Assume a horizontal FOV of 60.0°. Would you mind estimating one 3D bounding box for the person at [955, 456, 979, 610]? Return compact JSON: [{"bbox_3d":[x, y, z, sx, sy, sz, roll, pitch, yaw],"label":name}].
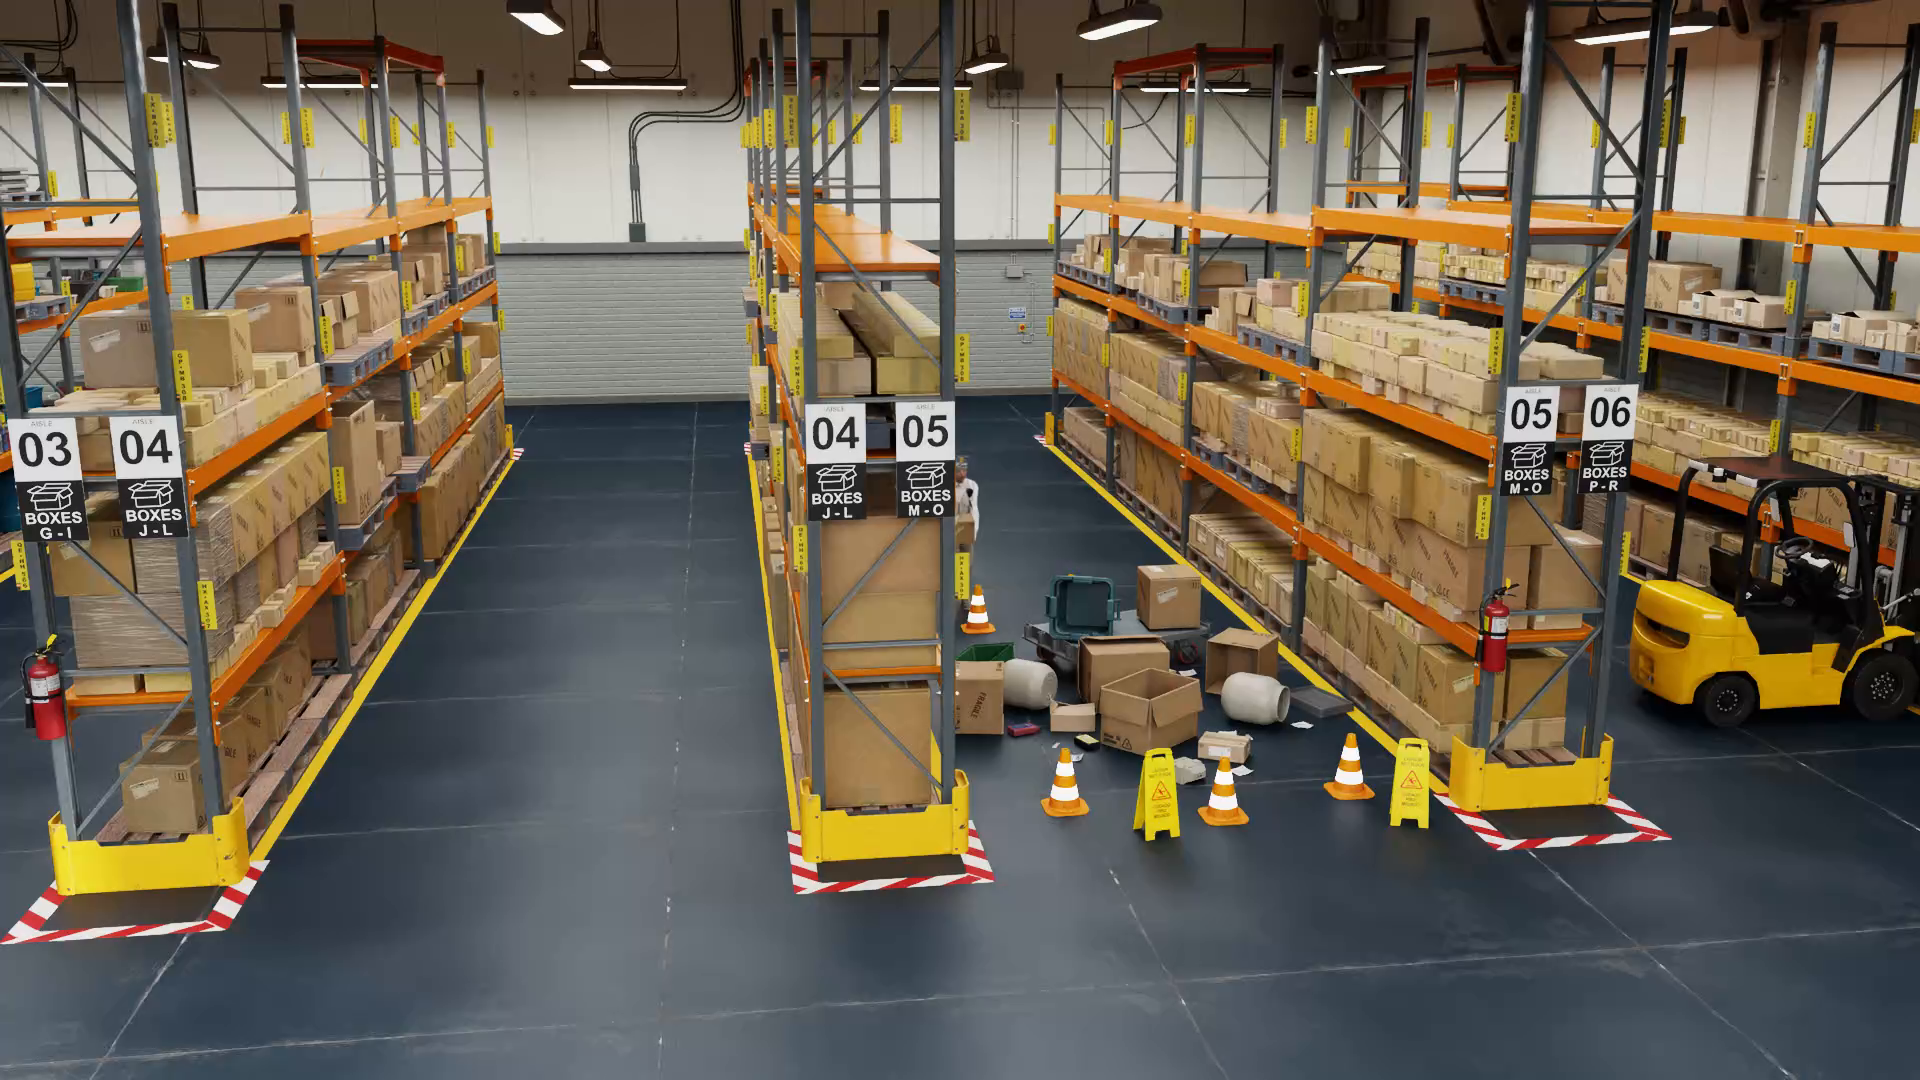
[{"bbox_3d":[-0.006,-0.075,17.795,0.415,1.677,0.533,-2,13,-9],"label":"person"}]
